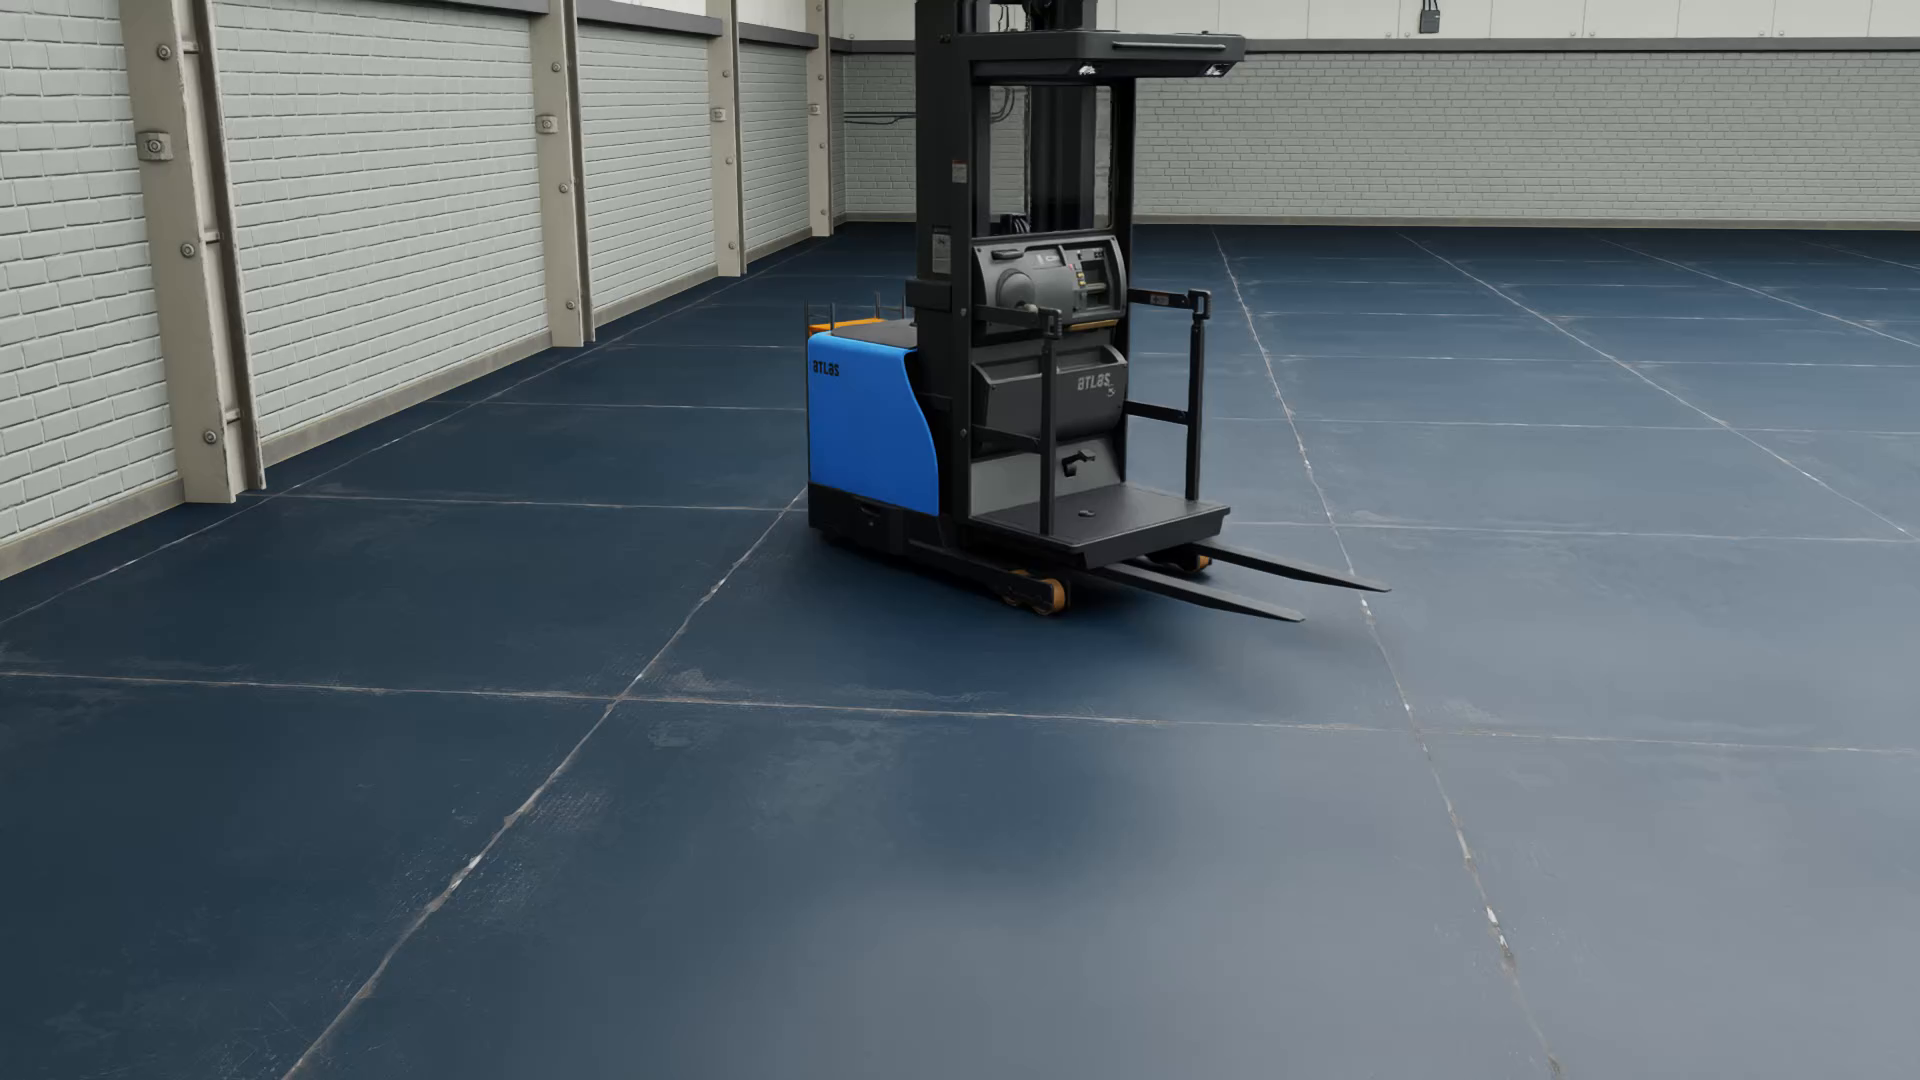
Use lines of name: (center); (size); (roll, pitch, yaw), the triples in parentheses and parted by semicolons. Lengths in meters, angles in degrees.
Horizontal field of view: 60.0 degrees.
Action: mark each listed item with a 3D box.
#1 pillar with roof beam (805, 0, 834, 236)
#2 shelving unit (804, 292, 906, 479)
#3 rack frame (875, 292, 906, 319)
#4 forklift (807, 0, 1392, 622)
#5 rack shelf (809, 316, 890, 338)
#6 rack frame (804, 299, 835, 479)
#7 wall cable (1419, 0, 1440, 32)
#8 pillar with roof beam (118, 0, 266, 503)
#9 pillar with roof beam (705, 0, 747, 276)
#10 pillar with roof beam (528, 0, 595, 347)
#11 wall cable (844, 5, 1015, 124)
pillar with roof beam: (2.043, -9.150, 25.260); (9.100, 9.000, 0.400); (2, 15, 6)
shelving unit: (-0.556, -0.710, 8.990); (0.503, 1.200, 0.258); (-14, 20, -41)
rack frame: (-0.377, -0.754, 9.150); (0.015, 1.200, 0.240); (-14, 20, -41)
forklift: (0.572, -1.228, 7.590); (1.130, 2.935, 3.031); (-13, 20, -40)
rack shelf: (-0.556, -1.090, 8.888); (0.480, 0.148, 0.258); (-14, 20, -41)
rack frame: (-0.735, -0.667, 8.830); (0.015, 1.200, 0.240); (-14, 20, -41)
wall cable: (8.843, -11.360, 26.918); (2.305, 6.003, 0.169); (2, 15, 6)
pillar with roof beam: (0.012, -4.481, 7.995); (9.100, 9.000, 0.400); (2, 15, 6)
pillar with roof beam: (1.366, -7.594, 19.505); (9.100, 9.000, 0.400); (2, 15, 6)
pillar with roof beam: (0.689, -6.037, 13.750); (9.100, 9.000, 0.400); (2, 15, 6)
wall cable: (-0.588, -8.503, 28.816); (3.097, 2.526, 0.112); (2, 15, 6)
